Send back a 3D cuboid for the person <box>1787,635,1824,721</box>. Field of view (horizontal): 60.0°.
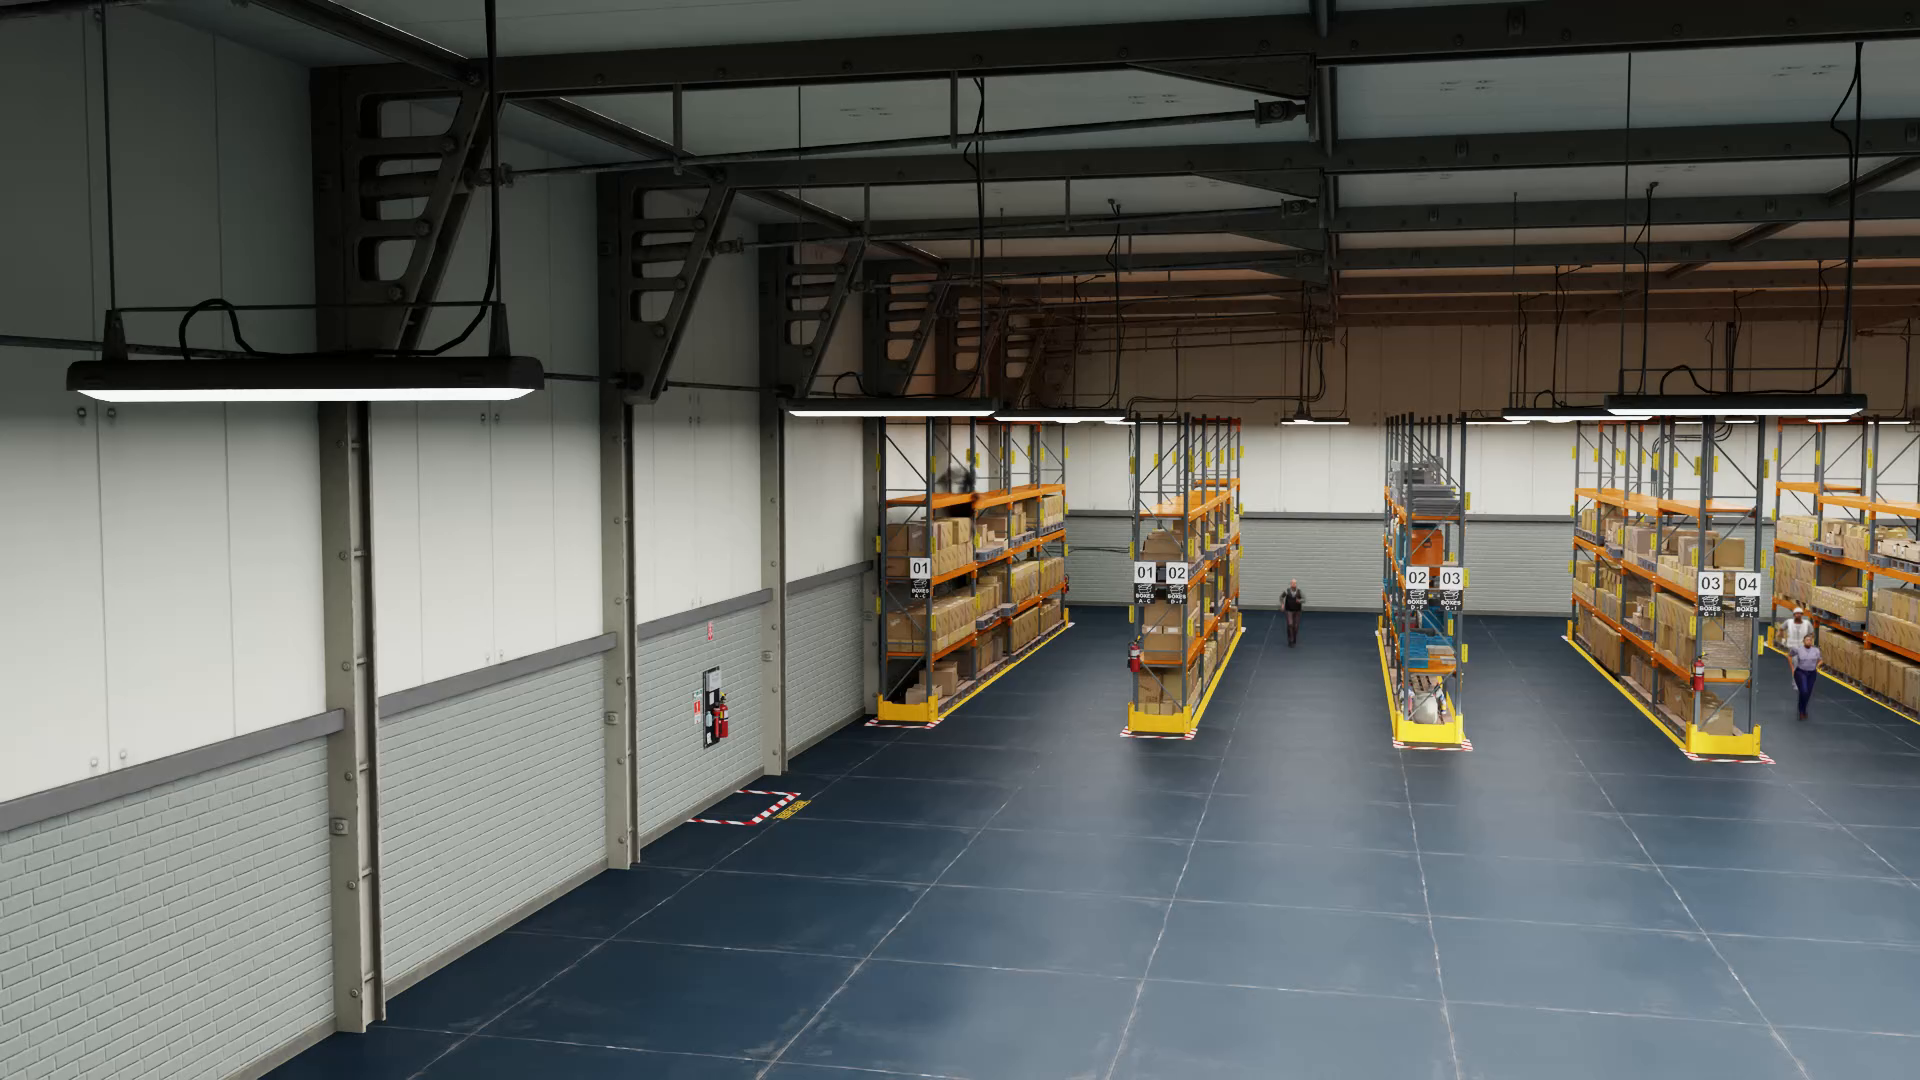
[{"bbox_3d":[16.633,2.710,32.676,0.589,1.710,0.727,0,4,4],"label":"person"}]

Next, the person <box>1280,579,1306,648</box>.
[{"bbox_3d":[8.720,1.904,43.516,0.639,1.753,0.879,0,4,1],"label":"person"}]

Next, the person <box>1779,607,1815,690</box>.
[{"bbox_3d":[18.385,2.365,36.526,0.688,1.785,0.860,1,4,17],"label":"person"}]
